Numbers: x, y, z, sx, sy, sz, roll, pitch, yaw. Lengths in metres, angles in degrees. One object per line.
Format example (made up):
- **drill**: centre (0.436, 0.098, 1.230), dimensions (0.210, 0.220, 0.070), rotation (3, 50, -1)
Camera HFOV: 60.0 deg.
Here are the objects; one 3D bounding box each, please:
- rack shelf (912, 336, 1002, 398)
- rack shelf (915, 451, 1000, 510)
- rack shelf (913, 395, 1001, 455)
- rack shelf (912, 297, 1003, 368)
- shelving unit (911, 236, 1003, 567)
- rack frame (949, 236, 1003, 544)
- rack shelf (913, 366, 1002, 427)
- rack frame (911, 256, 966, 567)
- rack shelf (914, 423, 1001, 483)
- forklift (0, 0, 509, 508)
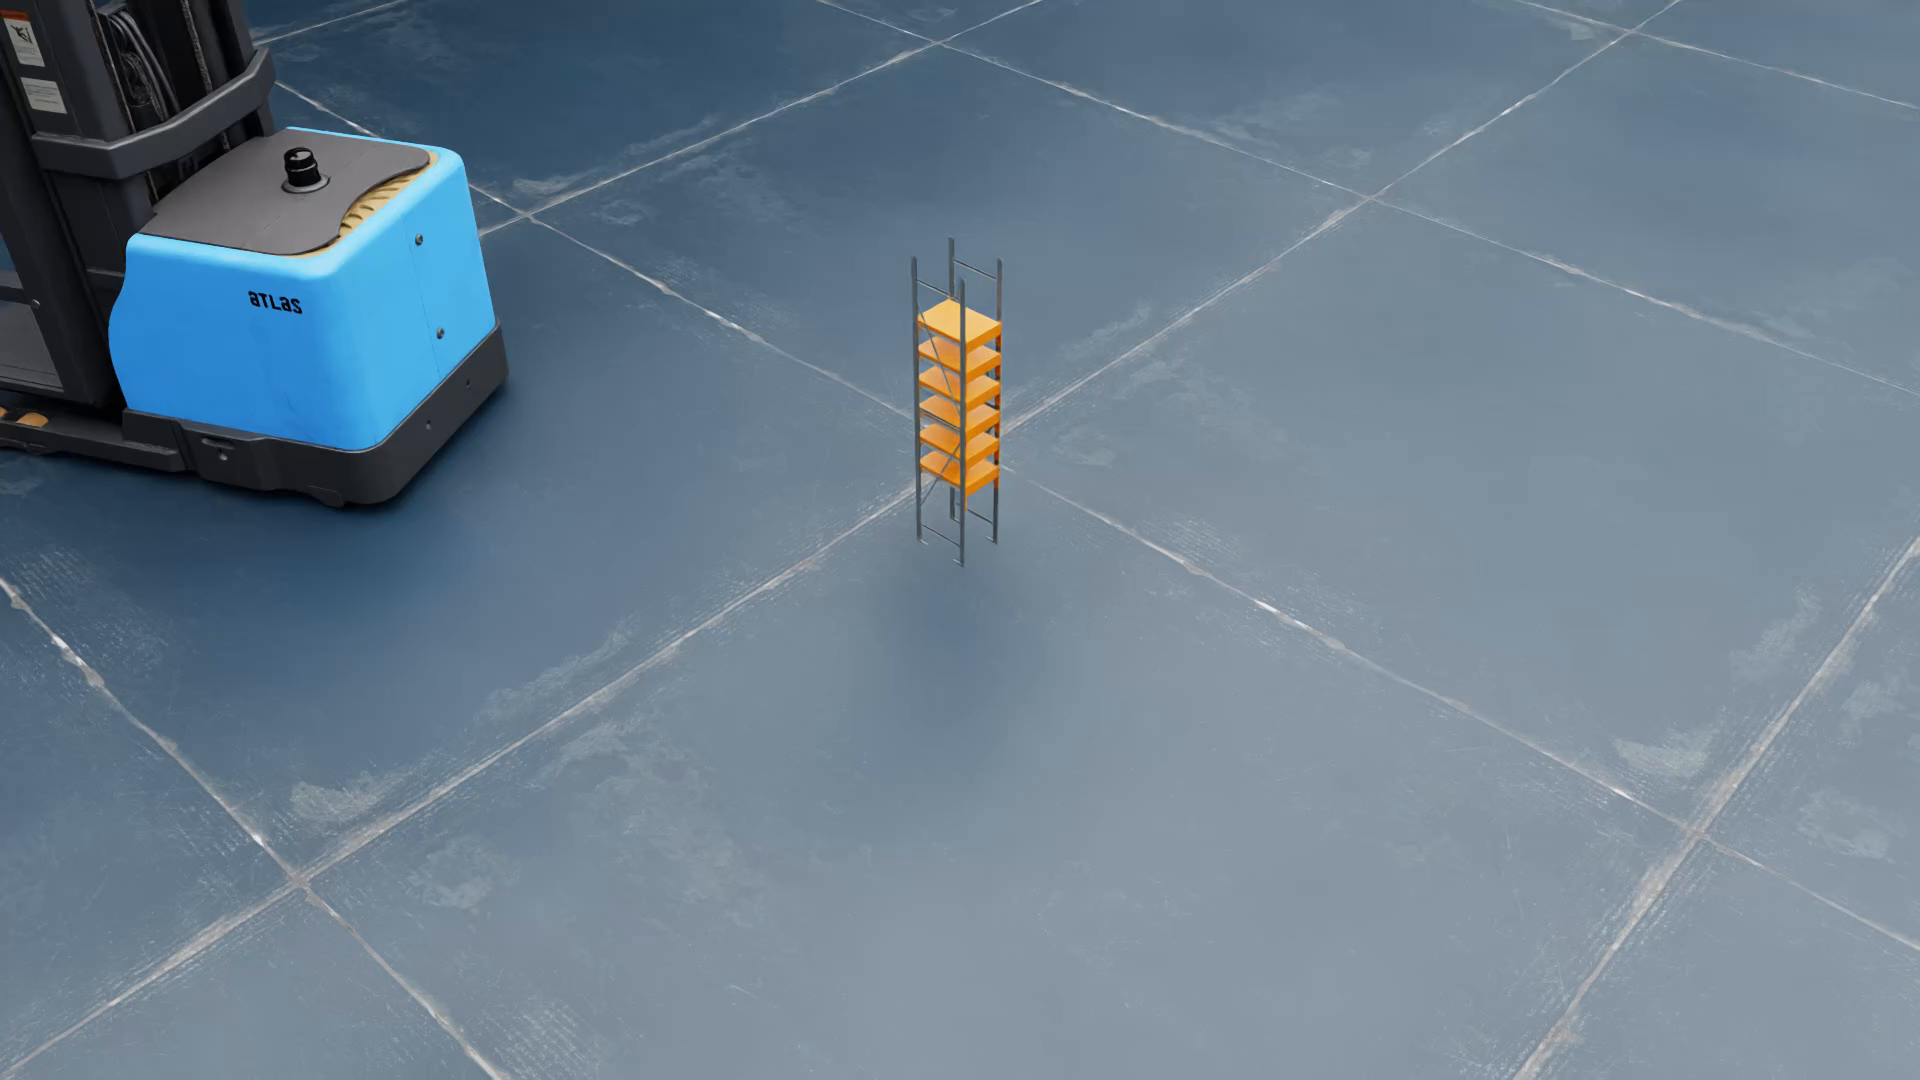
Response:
- **rack shelf**: centre (-0.010, -0.616, 5.746), dimensions (0.258, 0.103, 0.180), rotation (30, 47, 32)
- **rack shelf**: centre (-0.010, -0.240, 6.045), dimensions (0.258, 0.103, 0.180), rotation (30, 47, 32)
- **rack shelf**: centre (-0.010, -0.428, 5.896), dimensions (0.258, 0.103, 0.180), rotation (30, 47, 32)
- **rack shelf**: centre (-0.010, -0.710, 5.672), dimensions (0.258, 0.103, 0.180), rotation (30, 47, 32)
- **shelving unit**: centre (-0.010, -0.463, 5.868), dimensions (0.258, 1.200, 0.189), rotation (30, 47, 32)
- **rack frame**: centre (0.052, -0.505, 5.921), dimensions (0.240, 1.200, 0.006), rotation (30, 47, 32)
- **rack shelf**: centre (-0.010, -0.522, 5.821), dimensions (0.258, 0.103, 0.180), rotation (30, 47, 32)
- **rack frame**: centre (-0.071, -0.421, 5.815), dimensions (0.240, 1.200, 0.006), rotation (30, 47, 32)
- **rack shelf**: centre (-0.010, -0.334, 5.971), dimensions (0.258, 0.103, 0.180), rotation (30, 47, 32)
- **forklift**: centre (-3.479, -1.793, 6.149), dimensions (3.031, 2.935, 1.130), rotation (11, 40, 13)
